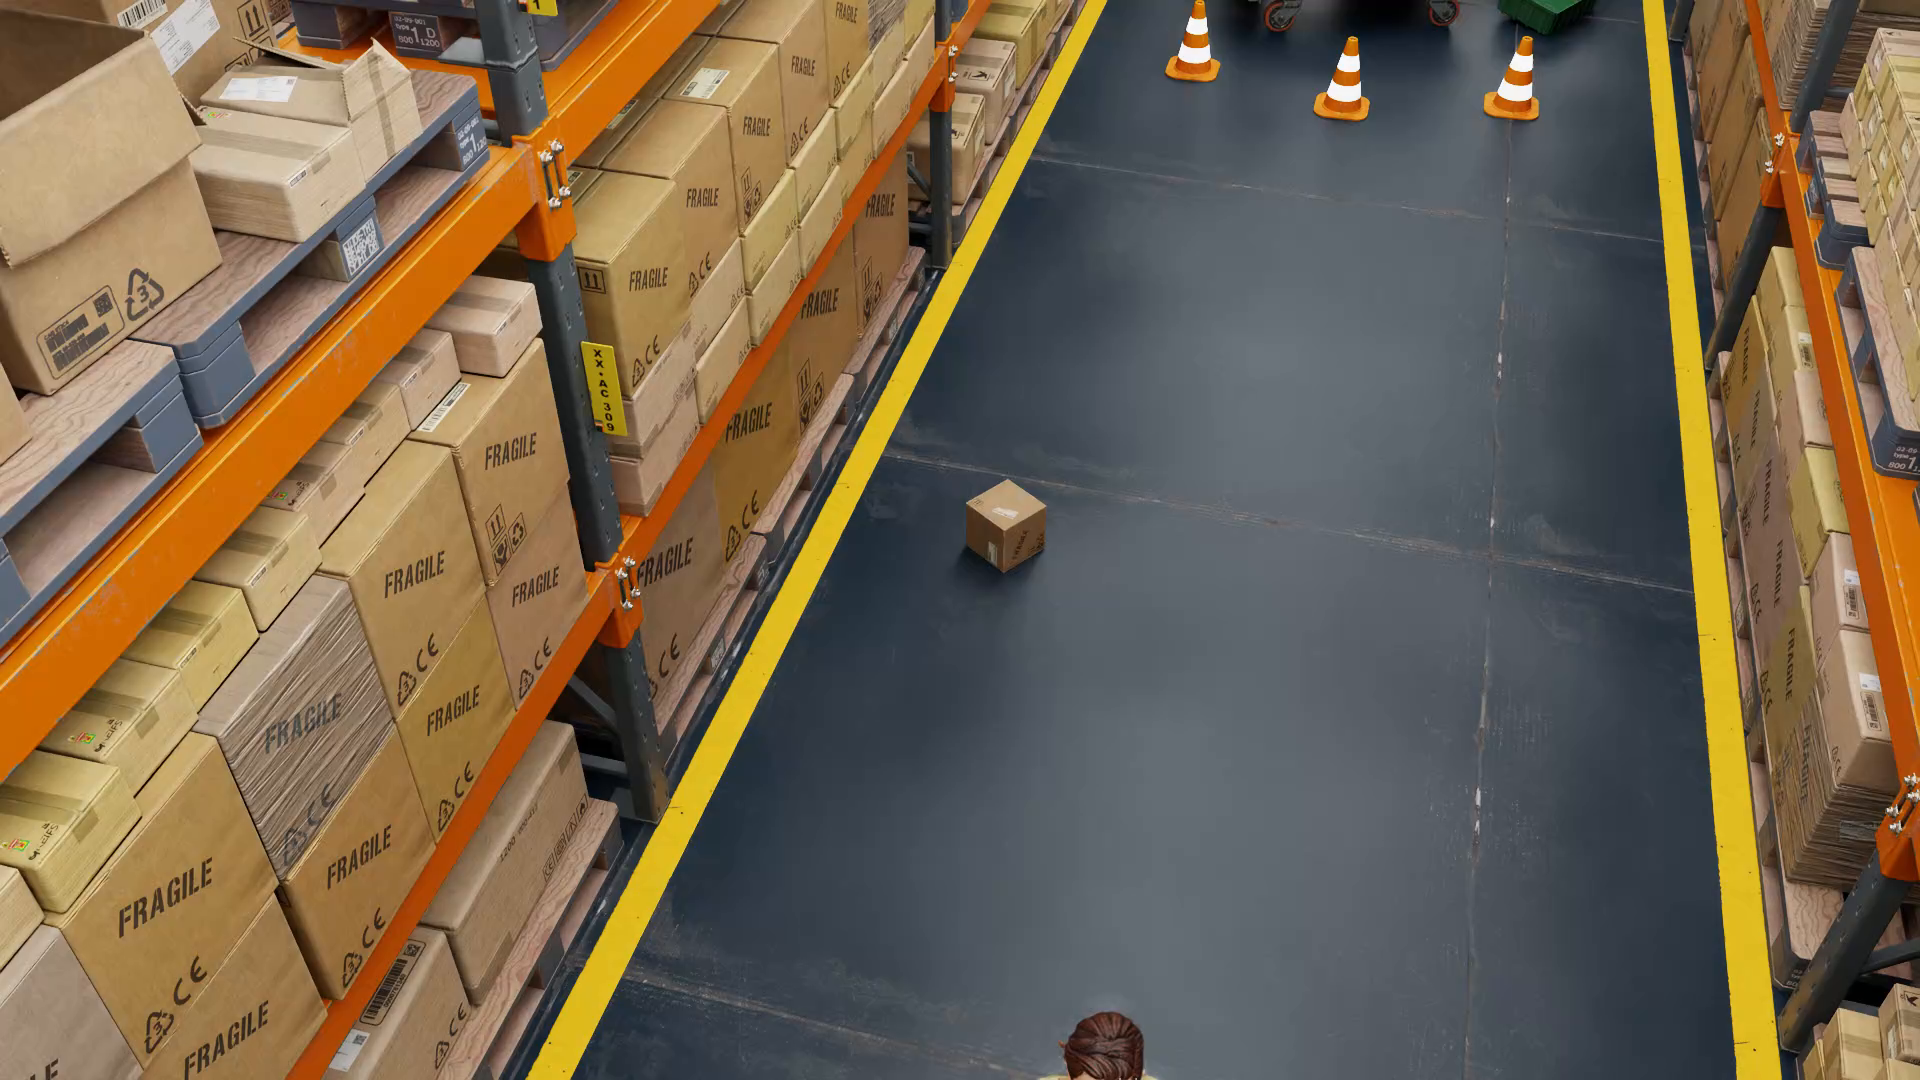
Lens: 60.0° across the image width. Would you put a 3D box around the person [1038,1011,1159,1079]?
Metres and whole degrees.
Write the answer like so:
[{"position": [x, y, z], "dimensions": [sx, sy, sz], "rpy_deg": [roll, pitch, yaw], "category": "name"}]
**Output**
[{"position": [0.336, 1.790, 4.121], "dimensions": [0.454, 1.703, 0.714], "rpy_deg": [-4, 41, -5], "category": "person"}]
